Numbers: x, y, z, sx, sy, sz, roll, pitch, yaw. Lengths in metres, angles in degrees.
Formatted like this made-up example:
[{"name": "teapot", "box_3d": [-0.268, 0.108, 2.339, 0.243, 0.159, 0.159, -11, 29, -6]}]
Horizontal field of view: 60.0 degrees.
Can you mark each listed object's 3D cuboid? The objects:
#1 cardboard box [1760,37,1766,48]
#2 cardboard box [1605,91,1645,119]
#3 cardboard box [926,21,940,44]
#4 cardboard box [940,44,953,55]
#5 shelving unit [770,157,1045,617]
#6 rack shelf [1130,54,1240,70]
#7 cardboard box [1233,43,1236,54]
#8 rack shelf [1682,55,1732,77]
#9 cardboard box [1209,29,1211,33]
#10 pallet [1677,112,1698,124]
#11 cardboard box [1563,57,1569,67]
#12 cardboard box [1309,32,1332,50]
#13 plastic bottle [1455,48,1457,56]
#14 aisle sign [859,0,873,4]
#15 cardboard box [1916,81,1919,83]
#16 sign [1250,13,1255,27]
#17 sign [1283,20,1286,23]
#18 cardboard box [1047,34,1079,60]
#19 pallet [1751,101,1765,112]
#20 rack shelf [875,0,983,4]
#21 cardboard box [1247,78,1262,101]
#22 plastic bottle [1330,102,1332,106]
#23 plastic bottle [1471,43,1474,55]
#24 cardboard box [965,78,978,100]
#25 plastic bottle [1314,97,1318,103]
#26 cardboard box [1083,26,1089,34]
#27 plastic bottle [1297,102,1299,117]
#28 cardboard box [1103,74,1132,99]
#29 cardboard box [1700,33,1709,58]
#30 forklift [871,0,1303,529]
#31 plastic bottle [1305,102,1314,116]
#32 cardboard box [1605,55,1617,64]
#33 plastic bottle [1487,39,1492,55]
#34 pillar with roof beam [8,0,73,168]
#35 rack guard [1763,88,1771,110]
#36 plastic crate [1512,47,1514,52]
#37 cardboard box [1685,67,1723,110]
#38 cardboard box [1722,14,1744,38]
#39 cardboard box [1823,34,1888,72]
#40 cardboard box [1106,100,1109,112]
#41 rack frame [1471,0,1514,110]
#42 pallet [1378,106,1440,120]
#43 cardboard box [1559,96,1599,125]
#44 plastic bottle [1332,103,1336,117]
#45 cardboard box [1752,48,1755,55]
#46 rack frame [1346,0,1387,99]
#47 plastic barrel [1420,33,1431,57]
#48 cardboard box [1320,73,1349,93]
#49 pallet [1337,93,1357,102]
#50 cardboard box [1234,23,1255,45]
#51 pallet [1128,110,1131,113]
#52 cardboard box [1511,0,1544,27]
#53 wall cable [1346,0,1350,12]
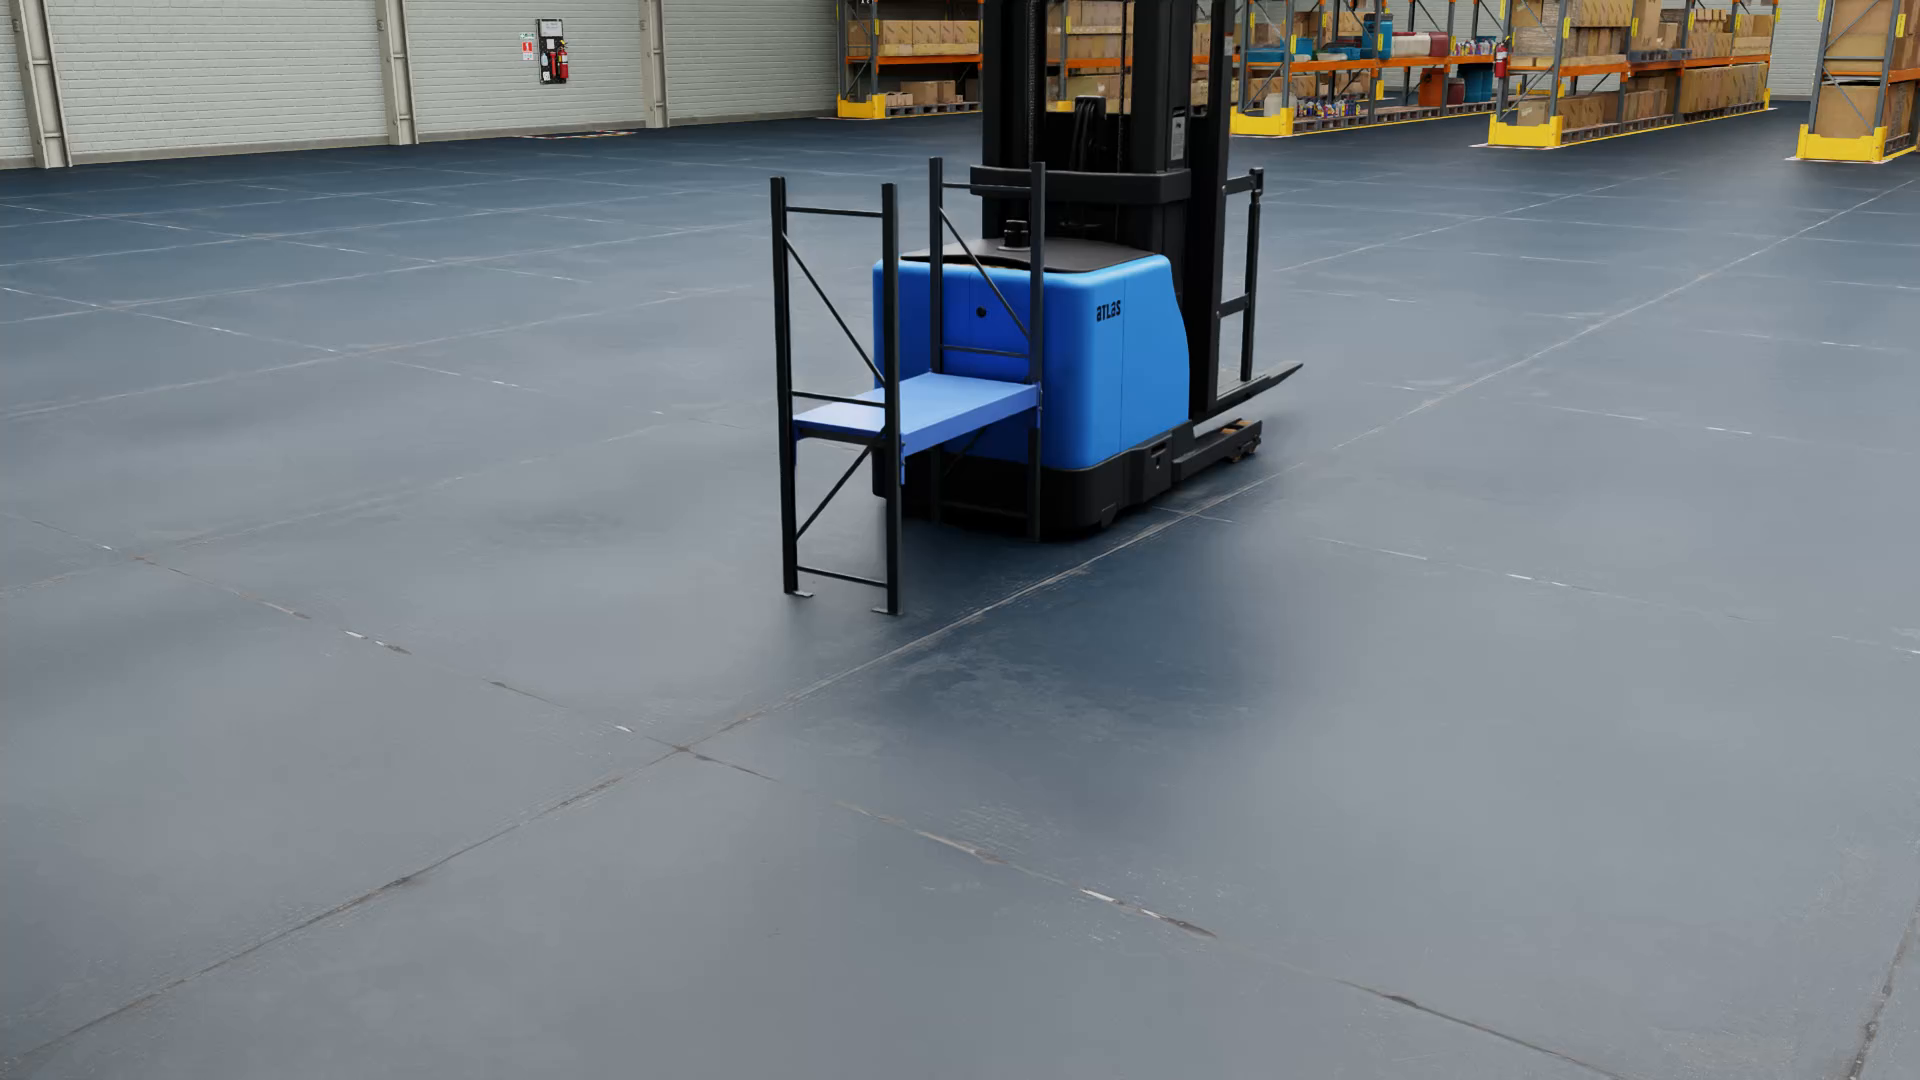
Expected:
[{"name": "cardboard box", "box_3d": [18.839, -11.832, 39.539, 0.500, 0.250, 0.500, 12, 21, 34]}, {"name": "cardboard box", "box_3d": [13.083, -8.589, 32.817, 0.700, 0.500, 0.500, 10, 20, 30]}, {"name": "cardboard box", "box_3d": [-0.810, -11.579, 37.928, 0.500, 0.500, 0.500, 13, 22, 36]}, {"name": "cardboard box", "box_3d": [-0.496, -11.344, 38.436, 0.500, 0.250, 0.500, 12, 21, 34]}, {"name": "shelving unit", "box_3d": [-0.162, -0.615, 6.195, 0.538, 1.500, 1.048, 10, 20, 30]}, {"name": "rack shelf", "box_3d": [5.306, -11.071, 38.549, 1.077, 0.370, 4.000, 12, 21, 35]}, {"name": "cardboard box", "box_3d": [6.246, -11.769, 39.735, 0.500, 0.311, 0.500, 14, 22, 38]}, {"name": "rack shelf", "box_3d": [15.643, -10.272, 35.977, 1.077, 0.370, 4.000, 12, 21, 35]}, {"name": "cardboard box", "box_3d": [6.988, -14.691, 48.487, 0.980, 0.700, 0.700, 14, 22, 37]}, {"name": "pallet", "box_3d": [14.981, -8.982, 35.312, 1.003, 0.211, 1.213, 12, 21, 35]}, {"name": "cardboard box", "box_3d": [10.210, -8.196, 28.502, 0.380, 0.149, 0.250, 12, 21, 35]}, {"name": "cardboard box", "box_3d": [9.403, -12.964, 43.265, 0.500, 0.500, 0.500, 13, 22, 36]}, {"name": "plastic bottle", "box_3d": [11.140, -11.012, 37.480, 0.097, 0.201, 0.097, 0, 17, 0]}, {"name": "aisle sign", "box_3d": [-2.052, -12.031, 36.045, 0.394, 0.787, 0.004, 12, 21, 35]}, {"name": "cardboard box", "box_3d": [17.939, -8.236, 31.292, 1.050, 0.750, 0.750, 12, 21, 34]}, {"name": "sign", "box_3d": [6.945, -12.346, 39.491, 0.100, 0.325, 0.005, 12, 21, 35]}, {"name": "sign", "box_3d": [8.441, -13.351, 43.219, 0.100, 0.325, 0.005, 12, 21, 35]}, {"name": "cardboard box", "box_3d": [2.019, -10.142, 34.176, 0.700, 0.500, 0.500, 12, 21, 35]}, {"name": "pallet", "box_3d": [18.804, -10.509, 40.228, 1.003, 0.211, 1.213, 12, 21, 35]}, {"name": "rack shelf", "box_3d": [-1.058, -12.425, 37.852, 1.077, 0.370, 4.000, 12, 21, 35]}, {"name": "cardboard box", "box_3d": [6.998, -10.965, 40.468, 0.500, 0.500, 0.500, 14, 22, 37]}, {"name": "plastic bottle", "box_3d": [7.445, -8.628, 33.309, 0.061, 0.283, 0.133, 12, 21, 35]}, {"name": "plastic bottle", "box_3d": [11.770, -11.297, 38.281, 0.097, 0.271, 0.097, 0, 17, 0]}, {"name": "cardboard box", "box_3d": [0.559, -11.007, 40.604, 0.700, 0.500, 0.500, 13, 22, 37]}, {"name": "plastic bottle", "box_3d": [7.276, -8.888, 34.031, 0.144, 0.351, 0.185, 13, 22, 36]}, {"name": "cardboard box", "box_3d": [2.443, -10.521, 34.302, 0.380, 0.149, 0.250, 13, 21, 35]}, {"name": "plastic bottle", "box_3d": [6.707, -8.573, 33.132, 0.061, 0.283, 0.133, 12, 21, 35]}, {"name": "cardboard box", "box_3d": [3.411, -9.798, 35.900, 0.500, 0.500, 0.500, 12, 21, 35]}, {"name": "cardboard box", "box_3d": [15.567, -10.501, 35.331, 0.500, 0.500, 0.500, 12, 21, 34]}, {"name": "forklift", "box_3d": [0.815, -1.830, 7.695, 1.130, 2.935, 3.031, 10, 20, 30]}, {"name": "plastic bottle", "box_3d": [7.044, -8.686, 33.507, 0.152, 0.276, 0.135, 12, 21, 35]}, {"name": "cardboard box", "box_3d": [11.763, -8.777, 30.374, 0.380, 0.149, 0.250, 12, 21, 35]}, {"name": "plastic bottle", "box_3d": [12.462, -11.623, 39.197, 0.144, 0.351, 0.185, 12, 21, 35]}, {"name": "pillar with roof beam", "box_3d": [-9.795, -8.996, 20.540, 9.100, 9.000, 0.400, 12, 21, 35]}, {"name": "rack guard", "box_3d": [19.232, -10.857, 40.861, 1.175, 0.500, 0.348, 12, 21, 35]}, {"name": "plastic crate", "box_3d": [13.590, -12.195, 40.746, 0.402, 0.464, 0.583, 12, 21, 35]}, {"name": "cardboard box", "box_3d": [15.938, -9.909, 36.469, 1.225, 0.875, 0.875, 12, 21, 33]}, {"name": "cardboard box", "box_3d": [17.325, -11.589, 37.493, 0.500, 0.500, 0.500, 12, 21, 35]}, {"name": "cardboard box", "box_3d": [13.792, -7.501, 25.589, 0.875, 0.550, 0.550, 12, 21, 35]}, {"name": "cardboard box", "box_3d": [2.822, -9.200, 35.239, 0.500, 0.250, 0.500, 12, 21, 35]}, {"name": "rack frame", "box_3d": [12.857, -11.967, 40.223, 1.000, 3.000, 0.127, 12, 21, 35]}, {"name": "pallet", "box_3d": [9.981, -9.505, 36.996, 1.003, 0.211, 1.213, 12, 21, 35]}, {"name": "cardboard box", "box_3d": [11.462, -7.967, 30.849, 0.500, 0.500, 0.500, -12, 21, -33]}, {"name": "plastic bottle", "box_3d": [7.422, -8.547, 33.067, 0.097, 0.271, 0.097, 0, 17, 0]}, {"name": "cardboard box", "box_3d": [18.359, -11.418, 38.877, 0.380, 0.149, 0.250, 13, 21, 36]}, {"name": "rack frame", "box_3d": [11.264, -13.796, 46.112, 1.000, 3.000, 0.127, 12, 21, 35]}, {"name": "plastic barrel", "box_3d": [10.032, -10.785, 36.228, 0.421, 0.512, 0.421, 0, 17, 0]}, {"name": "cardboard box", "box_3d": [9.996, -12.310, 44.793, 0.797, 0.503, 0.637, 12, 21, 35]}, {"name": "pallet", "box_3d": [10.017, -11.967, 44.924, 1.003, 0.211, 1.213, 12, 21, 35]}, {"name": "cardboard box", "box_3d": [6.782, -12.309, 40.446, 0.700, 0.500, 0.500, 5, 18, 16]}, {"name": "pallet", "box_3d": [3.607, -9.424, 36.736, 1.003, 0.211, 1.213, 12, 21, 35]}, {"name": "cardboard box", "box_3d": [9.814, -9.076, 28.556, 0.500, 0.500, 0.500, 12, 21, 35]}, {"name": "wall cable", "box_3d": [10.941, -17.337, 52.633, 3.097, 2.526, 0.112, 12, 21, 35]}]
